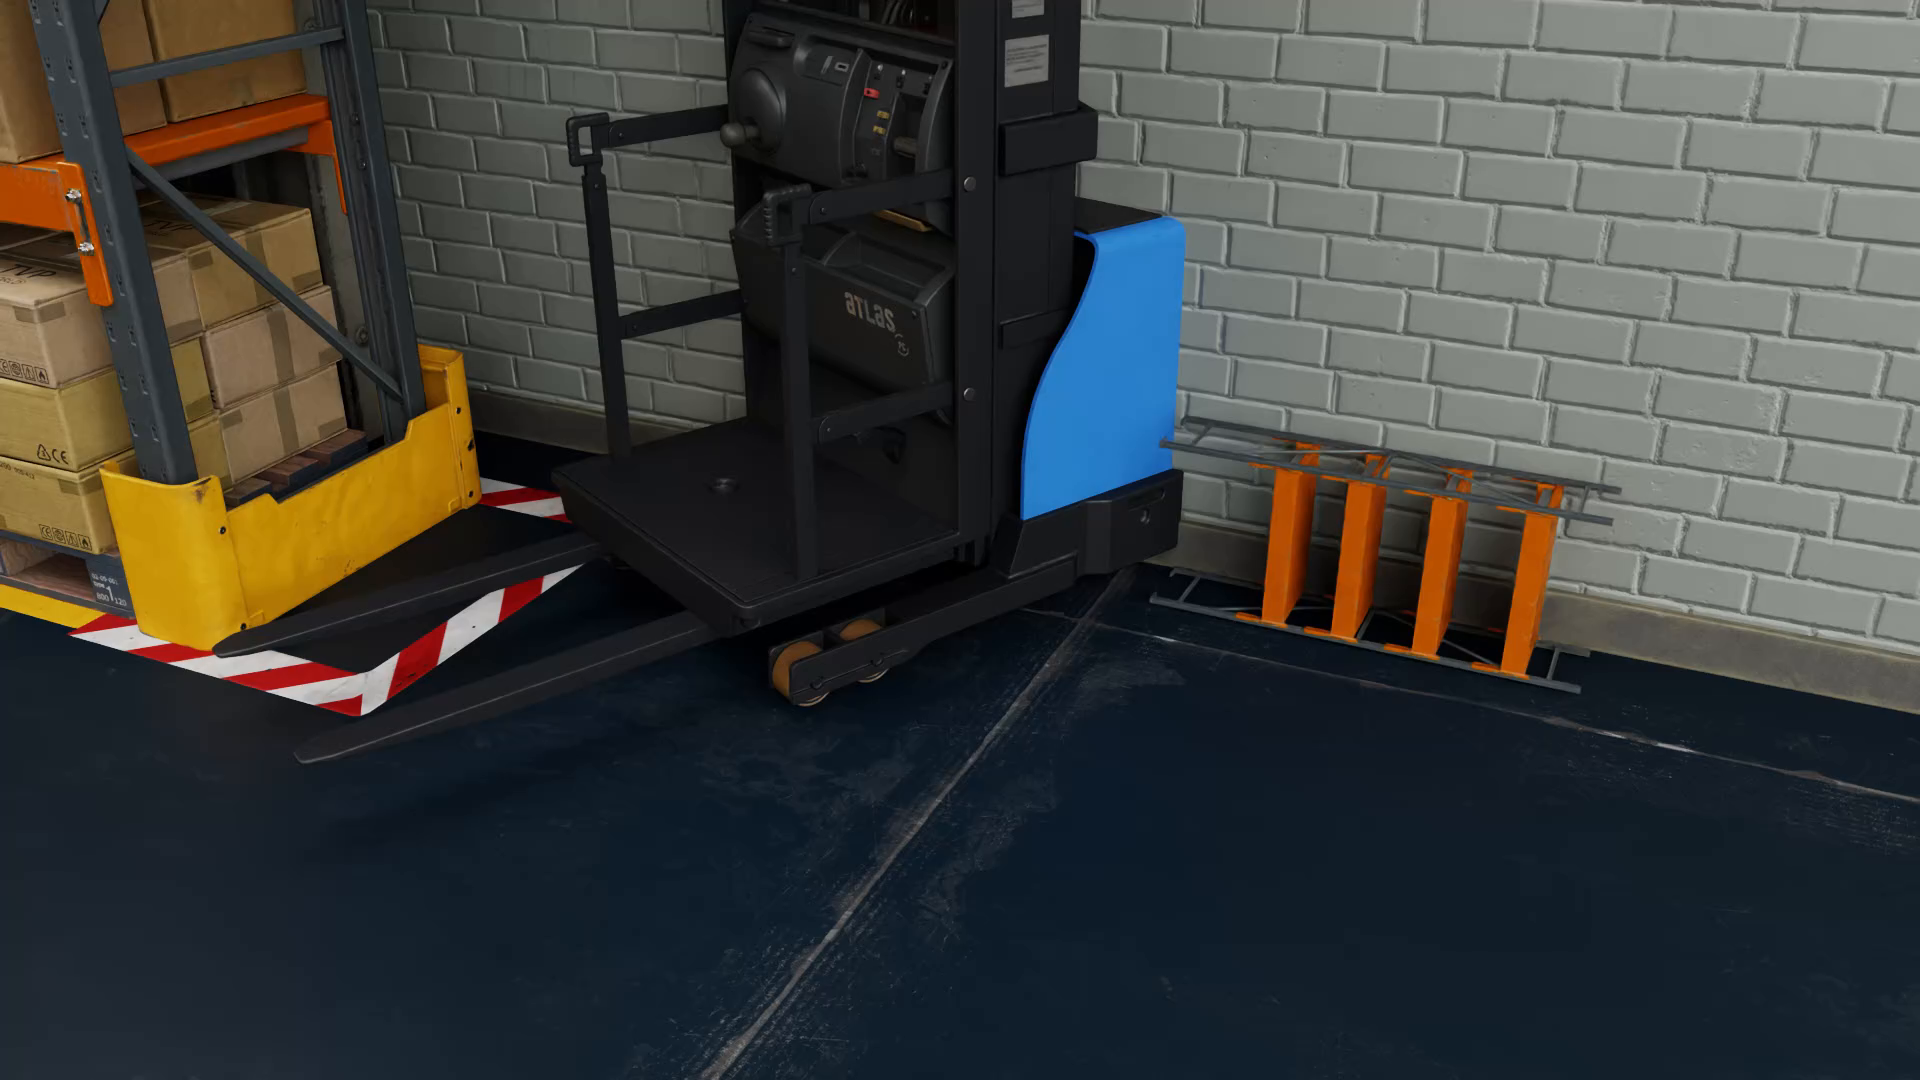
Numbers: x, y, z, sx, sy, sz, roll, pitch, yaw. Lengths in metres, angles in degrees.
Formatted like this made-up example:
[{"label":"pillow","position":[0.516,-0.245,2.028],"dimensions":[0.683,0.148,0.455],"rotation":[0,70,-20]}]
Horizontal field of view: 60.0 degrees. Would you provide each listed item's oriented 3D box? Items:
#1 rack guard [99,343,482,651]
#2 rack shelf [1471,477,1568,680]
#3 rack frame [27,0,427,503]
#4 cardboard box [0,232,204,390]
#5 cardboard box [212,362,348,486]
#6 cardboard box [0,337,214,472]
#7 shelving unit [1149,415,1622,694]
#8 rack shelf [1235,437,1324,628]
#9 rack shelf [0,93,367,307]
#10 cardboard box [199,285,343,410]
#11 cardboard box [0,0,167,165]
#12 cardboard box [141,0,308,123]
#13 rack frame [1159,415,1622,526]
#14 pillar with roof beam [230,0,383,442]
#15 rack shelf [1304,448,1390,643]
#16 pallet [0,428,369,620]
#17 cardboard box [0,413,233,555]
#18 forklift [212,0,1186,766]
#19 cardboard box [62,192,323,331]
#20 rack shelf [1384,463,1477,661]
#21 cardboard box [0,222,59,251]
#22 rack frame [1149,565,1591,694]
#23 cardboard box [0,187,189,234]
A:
[{"label":"rack guard","position":[-1.967,-0.172,5.033],"dimensions":[0.348,0.500,1.175],"rotation":[11,28,22]},{"label":"rack shelf","position":[1.503,0.096,4.466],"dimensions":[0.148,0.480,0.258],"rotation":[12,27,22]},{"label":"rack frame","position":[-1.989,-1.298,4.490],"dimensions":[0.127,3.000,1.000],"rotation":[11,28,22]},{"label":"cardboard box","position":[-2.537,-0.660,4.700],"dimensions":[0.500,0.250,0.500],"rotation":[12,29,24]},{"label":"cardboard box","position":[-2.355,-0.421,5.347],"dimensions":[0.500,0.250,0.500],"rotation":[11,28,22]},{"label":"cardboard box","position":[-2.561,-0.440,4.820],"dimensions":[0.500,0.250,0.500],"rotation":[11,28,21]},{"label":"shelving unit","position":[1.148,0.022,4.615],"dimensions":[1.200,0.503,0.258],"rotation":[12,27,22]},{"label":"rack shelf","position":[0.907,-0.028,4.717],"dimensions":[0.148,0.480,0.258],"rotation":[12,27,22]},{"label":"rack shelf","position":[-3.810,-1.341,5.392],"dimensions":[4.000,0.370,1.077],"rotation":[11,28,22]},{"label":"cardboard box","position":[-2.331,-0.646,5.238],"dimensions":[0.500,0.250,0.500],"rotation":[12,29,23]},{"label":"cardboard box","position":[-2.546,-1.327,4.436],"dimensions":[0.500,0.500,0.500],"rotation":[11,28,21]},{"label":"cardboard box","position":[-2.325,-1.545,4.879],"dimensions":[0.500,0.500,0.500],"rotation":[12,29,23]},{"label":"rack frame","position":[1.150,-0.199,4.511],"dimensions":[1.200,0.015,0.240],"rotation":[12,27,22]},{"label":"pillar with roof beam","position":[-4.032,-2.748,0.644],"dimensions":[0.400,9.000,9.100],"rotation":[11,28,22]},{"label":"rack shelf","position":[1.087,0.009,4.641],"dimensions":[0.148,0.480,0.258],"rotation":[12,27,22]},{"label":"pallet","position":[-2.702,-0.170,5.356],"dimensions":[1.213,0.211,1.003],"rotation":[11,28,22]},{"label":"cardboard box","position":[-2.548,-0.211,4.921],"dimensions":[0.500,0.250,0.500],"rotation":[12,28,22]},{"label":"forklift","position":[-0.494,-1.143,4.253],"dimensions":[3.031,2.935,1.130],"rotation":[-19,32,-34]},{"label":"cardboard box","position":[-2.348,-0.865,5.117],"dimensions":[0.500,0.250,0.500],"rotation":[11,28,21]},{"label":"rack shelf","position":[1.289,0.051,4.556],"dimensions":[0.148,0.480,0.258],"rotation":[12,27,22]},{"label":"cardboard box","position":[-3.005,-0.751,4.885],"dimensions":[0.500,0.250,0.500],"rotation":[12,29,23]},{"label":"rack frame","position":[1.146,0.243,4.719],"dimensions":[1.200,0.015,0.240],"rotation":[12,27,22]},{"label":"cardboard box","position":[-2.805,-0.955,5.299],"dimensions":[0.500,0.250,0.500],"rotation":[11,28,22]}]
